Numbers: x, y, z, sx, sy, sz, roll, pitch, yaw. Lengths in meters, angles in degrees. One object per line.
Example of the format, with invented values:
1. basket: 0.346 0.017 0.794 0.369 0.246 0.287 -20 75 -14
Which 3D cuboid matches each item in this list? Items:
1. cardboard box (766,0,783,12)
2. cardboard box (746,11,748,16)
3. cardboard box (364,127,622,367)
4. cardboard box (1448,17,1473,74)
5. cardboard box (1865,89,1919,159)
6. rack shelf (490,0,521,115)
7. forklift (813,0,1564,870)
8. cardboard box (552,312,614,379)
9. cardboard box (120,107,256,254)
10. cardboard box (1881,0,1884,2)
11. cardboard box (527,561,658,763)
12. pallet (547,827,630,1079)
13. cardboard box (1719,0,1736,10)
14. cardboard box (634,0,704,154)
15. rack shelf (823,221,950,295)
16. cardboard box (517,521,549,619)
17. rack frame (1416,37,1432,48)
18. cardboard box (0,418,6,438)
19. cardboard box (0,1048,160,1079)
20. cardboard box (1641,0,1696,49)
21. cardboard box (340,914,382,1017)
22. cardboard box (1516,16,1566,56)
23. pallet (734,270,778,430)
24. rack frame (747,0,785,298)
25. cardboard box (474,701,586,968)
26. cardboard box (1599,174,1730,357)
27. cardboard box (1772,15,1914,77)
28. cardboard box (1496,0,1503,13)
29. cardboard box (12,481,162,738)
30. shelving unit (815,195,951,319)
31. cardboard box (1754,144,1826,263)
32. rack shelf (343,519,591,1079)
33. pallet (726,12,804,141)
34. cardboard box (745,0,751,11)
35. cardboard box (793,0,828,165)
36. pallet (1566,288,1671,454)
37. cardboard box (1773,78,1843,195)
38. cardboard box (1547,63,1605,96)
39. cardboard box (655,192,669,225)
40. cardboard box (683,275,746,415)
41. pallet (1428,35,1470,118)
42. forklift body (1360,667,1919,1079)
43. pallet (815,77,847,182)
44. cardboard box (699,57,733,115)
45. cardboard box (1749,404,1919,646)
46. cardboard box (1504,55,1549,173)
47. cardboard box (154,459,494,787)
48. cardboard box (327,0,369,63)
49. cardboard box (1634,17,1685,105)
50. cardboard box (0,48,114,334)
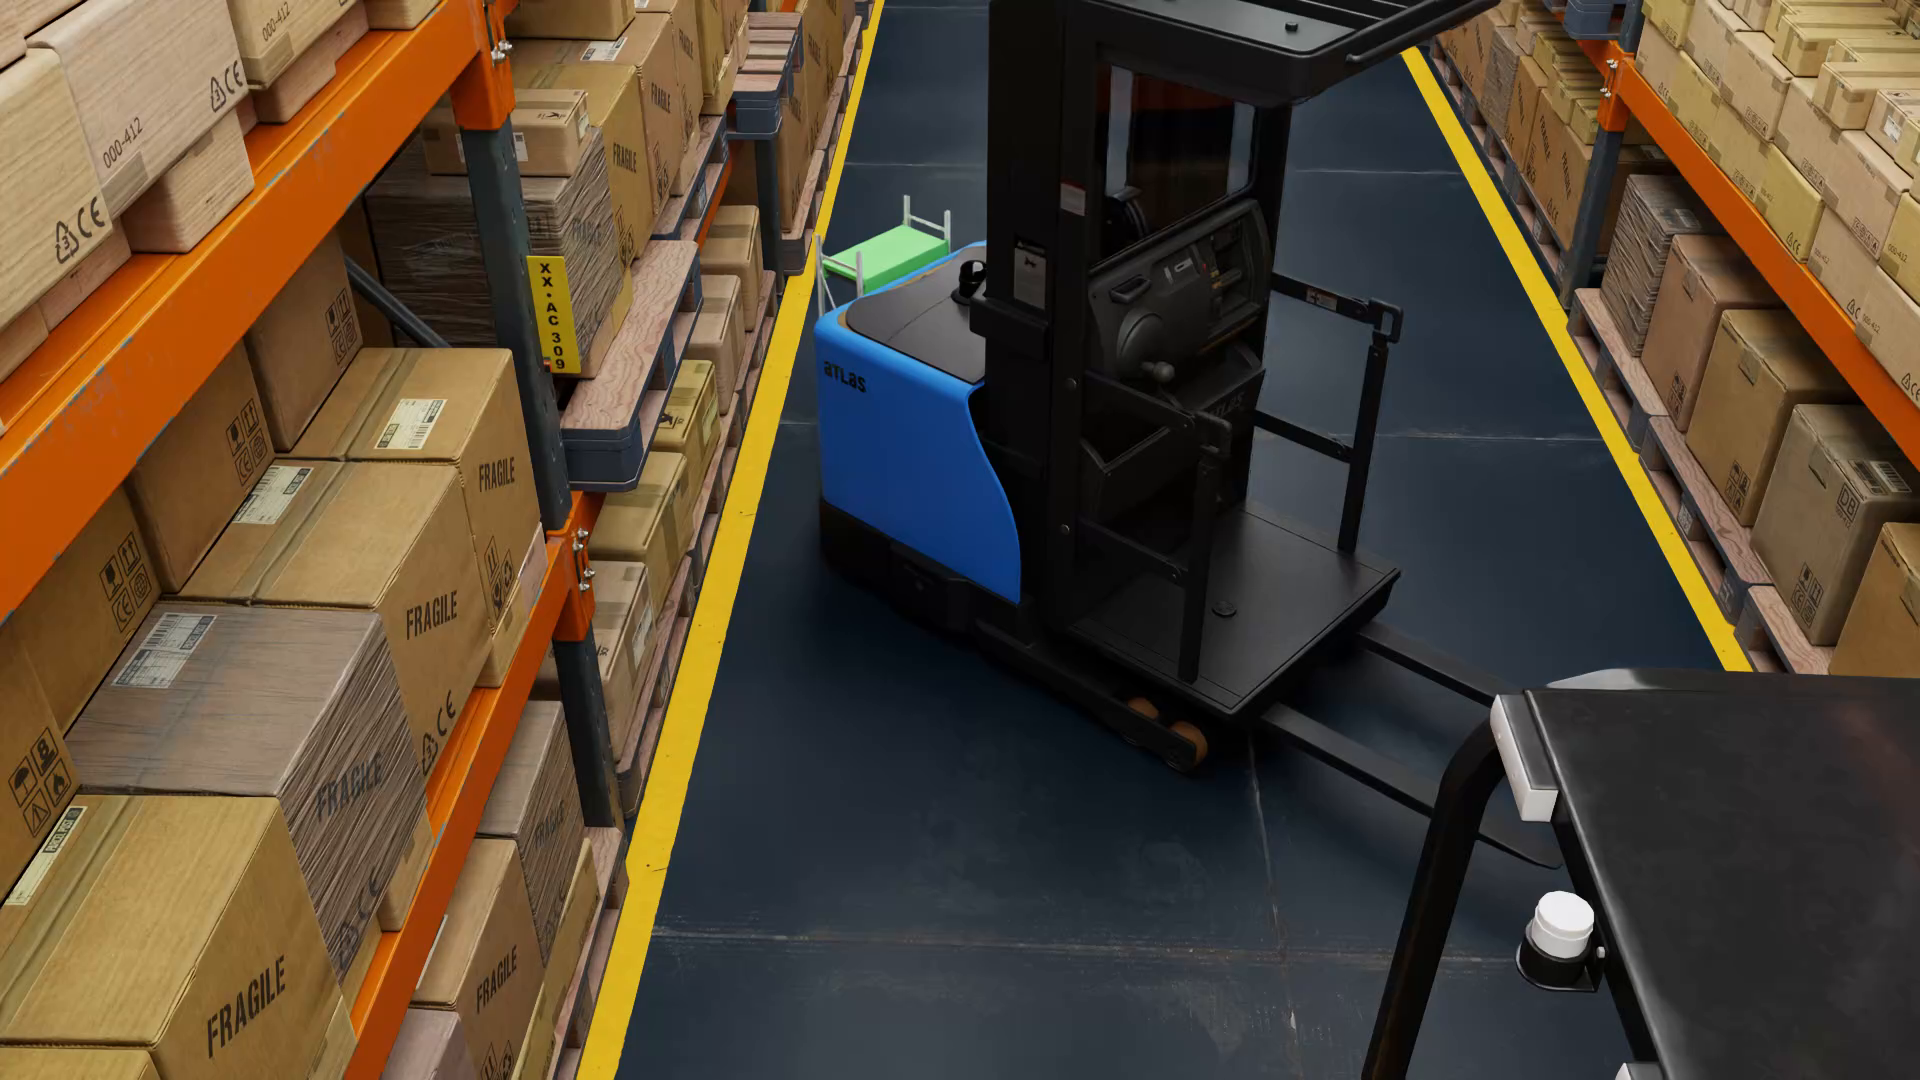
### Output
1. cardboard box: -1.137 -2.731 8.158 0.500 0.250 0.500 1 35 1
2. cardboard box: -1.125 -2.237 7.177 0.380 0.149 0.250 2 35 3
3. cardboard box: -1.263 -0.816 4.592 0.500 0.500 0.500 2 35 3
4. cardboard box: 3.457 -3.273 10.607 0.500 0.500 0.500 1 35 1
5. cardboard box: 3.205 -1.349 5.410 0.380 0.149 0.250 2 35 2
6. rack shelf: -1.488 -2.301 5.432 1.077 0.370 4.000 1 35 2
7. forklift: 0.881 -0.760 5.282 3.031 2.935 1.130 27 43 33
8. cardboard box: -1.231 -0.598 4.846 0.380 0.149 0.250 2 35 3
9. cardboard box: -1.332 -0.564 2.554 0.380 0.149 0.250 2 35 3
10. cardboard box: 3.771 -2.219 6.648 0.380 0.149 0.250 1 35 2
11. cardboard box: -1.550 0.383 5.517 0.950 0.372 0.625 2 35 2
12. pallet: -1.560 1.308 4.705 1.003 0.211 1.213 1 35 2
13. cardboard box: 3.250 -2.233 6.668 0.380 0.149 0.250 2 35 3
14. cardboard box: -1.200 -1.683 5.825 0.500 0.500 0.500 0 35 0
15. rack shelf: -0.294 -1.070 6.506 0.258 0.148 0.480 27 43 33
16. cardboard box: -1.277 0.075 4.253 0.380 0.149 0.250 1 35 1
17. rack frame: 3.712 -4.703 10.833 1.000 3.000 0.127 1 35 2
18. cardboard box: -1.374 -0.123 1.927 0.380 0.149 0.250 0 35 1
19. cardboard box: -1.396 1.060 2.287 0.500 0.500 0.500 1 35 1
20. cardboard box: 3.265 -2.299 7.108 0.500 0.250 0.500 1 35 2
21. cardboard box: -1.355 0.805 3.214 0.380 0.149 0.250 1 35 1
22. cardboard box: 3.400 -2.870 9.470 0.380 0.149 0.250 0 35 0
23. pallet: -1.441 -0.927 7.886 1.003 0.211 1.213 1 35 2
24. rack frame: -1.408 -2.517 7.723 1.000 3.000 0.127 1 35 2
25. cardboard box: -1.324 0.773 4.415 0.500 0.500 0.500 1 35 1
26. cardboard box: 3.513 -1.247 7.616 0.875 0.625 0.625 2 35 3
27. cardboard box: 3.203 -1.793 6.041 0.380 0.149 0.250 2 35 3
28. cardboard box: 3.455 -3.308 10.093 0.380 0.149 0.250 1 35 2
29. cardboard box: -1.893 0.038 2.872 0.700 0.500 0.500 1 35 1
30. shelving unit: -0.294 -0.730 6.745 0.258 1.200 0.503 27 43 33
31. cardboard box: 3.228 -1.211 5.995 0.500 0.250 0.500 2 35 3
32. rack shelf: -1.649 1.224 3.025 1.077 0.370 4.000 1 35 2
33. pallet: -1.330 -2.027 7.192 1.213 0.211 1.003 1 35 2
34. cardboard box: -1.149 -2.584 7.107 0.500 0.500 0.500 0 35 1
35. cardboard box: -1.257 -2.727 9.504 0.875 0.875 0.875 2 35 2
36. pallet: 3.480 -0.792 7.693 1.003 0.211 1.213 1 35 2
37. cardboard box: 3.234 -1.417 5.853 0.500 0.250 0.500 2 35 3
38. cardboard box: 3.353 -2.417 8.825 0.380 0.149 0.250 0 35 0
39. cardboard box: -1.213 -1.195 5.695 0.380 0.149 0.250 2 35 2
40. cardboard box: -1.462 -0.865 7.293 0.950 0.372 0.625 1 35 1
41. pallet: 3.717 -3.094 10.969 1.003 0.211 1.213 1 35 2
42. forklift body: 1.484 1.407 2.877 2.313 2.155 1.214 1 35 2
43. pallet: -1.249 -2.527 10.162 1.003 0.211 1.213 1 35 2
44. cardboard box: -1.105 -1.788 6.539 0.380 0.149 0.250 2 35 3
45. cardboard box: 3.440 -0.053 5.916 0.875 0.625 0.625 1 35 1
46. cardboard box: 3.403 -2.390 9.350 0.500 0.500 0.500 3 35 4
47. cardboard box: -1.352 0.175 3.546 0.500 0.500 0.500 2 35 3
48. cardboard box: -1.375 -1.012 3.191 0.380 0.149 0.250 2 35 2
49. cardboard box: 3.290 -2.094 7.251 0.500 0.250 0.500 1 35 2
50. cardboard box: -1.377 -0.372 1.933 0.500 0.250 0.500 2 35 3
